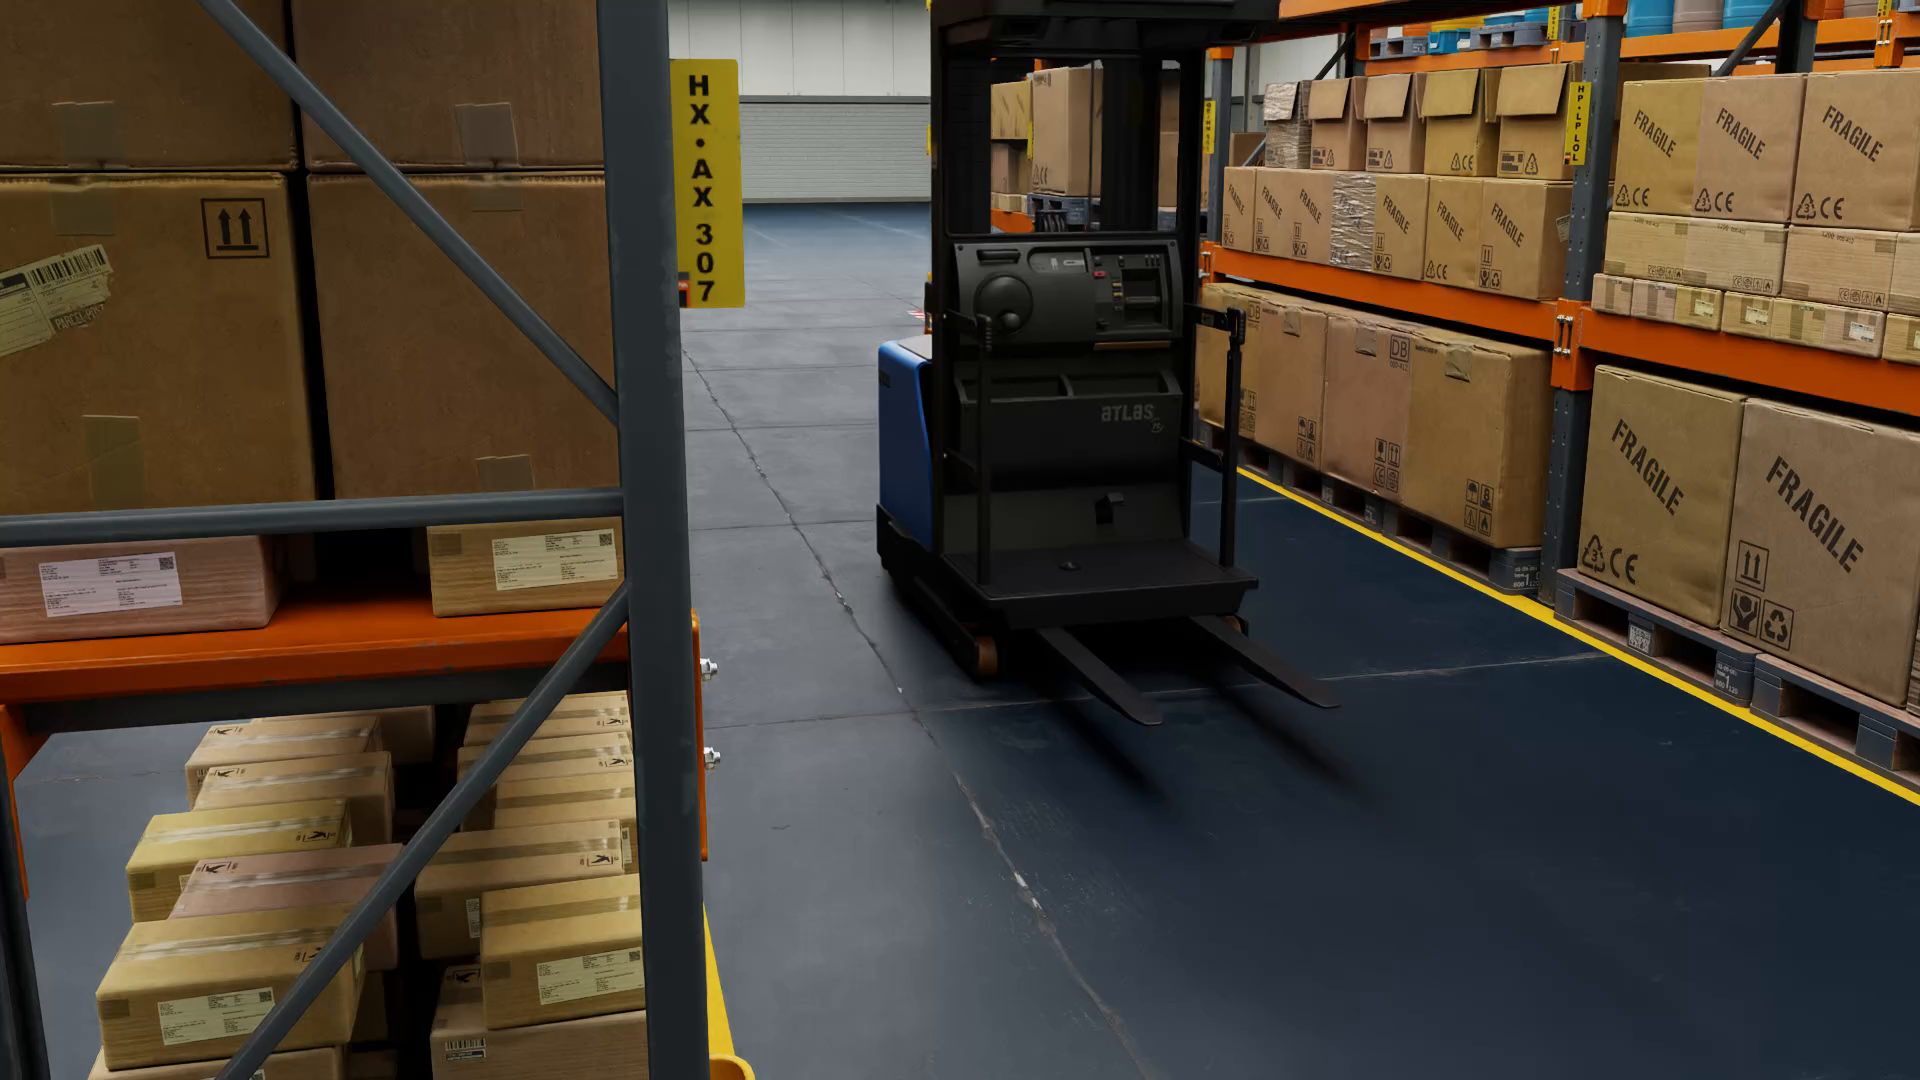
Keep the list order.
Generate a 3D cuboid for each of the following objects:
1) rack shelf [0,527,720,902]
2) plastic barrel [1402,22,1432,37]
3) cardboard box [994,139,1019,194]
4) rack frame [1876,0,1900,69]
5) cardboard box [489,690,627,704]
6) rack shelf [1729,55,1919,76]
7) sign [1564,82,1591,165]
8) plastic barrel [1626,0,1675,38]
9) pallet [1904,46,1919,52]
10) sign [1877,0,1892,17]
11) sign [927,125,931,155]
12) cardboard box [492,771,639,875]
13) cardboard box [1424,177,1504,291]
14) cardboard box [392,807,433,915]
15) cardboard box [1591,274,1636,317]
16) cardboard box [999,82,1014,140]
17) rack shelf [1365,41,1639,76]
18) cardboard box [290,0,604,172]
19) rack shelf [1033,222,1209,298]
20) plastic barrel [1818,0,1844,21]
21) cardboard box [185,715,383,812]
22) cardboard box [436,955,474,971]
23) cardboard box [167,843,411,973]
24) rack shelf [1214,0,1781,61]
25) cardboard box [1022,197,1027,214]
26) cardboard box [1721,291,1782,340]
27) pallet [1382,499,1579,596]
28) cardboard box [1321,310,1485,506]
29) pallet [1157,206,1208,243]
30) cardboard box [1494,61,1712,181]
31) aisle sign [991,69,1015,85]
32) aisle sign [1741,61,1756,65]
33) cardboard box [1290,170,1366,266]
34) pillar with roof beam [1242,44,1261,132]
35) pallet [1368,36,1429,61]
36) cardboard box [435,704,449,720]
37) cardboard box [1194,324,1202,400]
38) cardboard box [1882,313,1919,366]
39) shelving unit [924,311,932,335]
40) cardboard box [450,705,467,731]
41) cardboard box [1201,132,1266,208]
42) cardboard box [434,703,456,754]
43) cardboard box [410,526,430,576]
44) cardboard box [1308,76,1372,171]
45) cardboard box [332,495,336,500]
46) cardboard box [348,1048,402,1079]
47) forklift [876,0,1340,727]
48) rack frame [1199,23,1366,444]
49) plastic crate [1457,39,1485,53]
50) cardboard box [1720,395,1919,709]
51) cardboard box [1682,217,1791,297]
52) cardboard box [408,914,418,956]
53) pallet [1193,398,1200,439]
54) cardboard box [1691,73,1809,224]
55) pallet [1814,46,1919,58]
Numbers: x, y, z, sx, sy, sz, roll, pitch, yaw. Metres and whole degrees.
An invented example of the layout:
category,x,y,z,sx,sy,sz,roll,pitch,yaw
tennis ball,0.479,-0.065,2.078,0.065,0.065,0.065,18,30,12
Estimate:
category,x,y,z,sx,sy,sz,roll,pitch,yaw
rack shelf,-1.339,-0.135,4.175,1.077,0.370,4.000,-3,14,-13
plastic barrel,5.270,-6.008,18.588,0.600,0.830,0.708,-3,14,-13
cardboard box,0.813,-3.572,15.889,0.875,0.500,0.500,-3,14,-13
rack frame,6.911,-2.398,11.921,1.000,3.000,0.127,-3,14,-13
cardboard box,-0.991,0.427,4.229,0.380,0.149,0.250,-3,14,-12
rack shelf,10.317,-5.165,18.442,1.077,0.370,4.000,-3,14,-13
sign,2.511,-1.690,6.753,0.100,0.325,0.005,-3,14,-13
plastic barrel,6.302,-4.916,14.852,0.600,0.901,0.708,-3,14,-13
pallet,10.562,-5.205,17.278,1.003,0.211,1.213,-3,14,-13
sign,6.378,-3.772,11.445,0.100,0.325,0.005,-3,14,-13
sign,-0.310,-4.357,18.118,0.100,0.325,0.005,-3,14,-13
cardboard box,-0.779,0.607,3.491,0.380,0.149,0.250,-3,14,-13
cardboard box,2.551,-1.455,7.850,0.500,0.500,0.500,-3,14,-11
cardboard box,-1.358,0.720,3.655,0.380,0.149,0.250,-3,14,-14
cardboard box,2.782,-0.990,6.688,0.380,0.149,0.250,-3,14,-13
cardboard box,0.665,-3.927,15.236,0.500,0.500,0.500,-3,14,-13
rack shelf,5.502,-4.890,17.316,1.077,0.370,4.000,-3,14,-13
cardboard box,-0.717,-0.820,2.519,0.500,0.500,0.500,-3,14,-14
rack shelf,1.627,-2.234,12.765,1.077,0.370,4.000,-3,14,-13
plastic barrel,6.775,-4.416,12.956,0.600,0.830,0.708,-3,14,-13
cardboard box,-1.544,0.525,3.826,0.380,0.149,0.250,-3,14,-11
cardboard box,-0.896,0.760,3.490,0.380,0.149,0.250,-3,14,-12
cardboard box,-1.244,0.700,3.111,0.380,0.149,0.250,-3,14,-12
rack shelf,2.566,-2.768,8.632,1.077,0.370,4.000,-3,14,-13
cardboard box,0.771,-3.014,14.972,0.380,0.149,0.250,-3,14,-13
cardboard box,2.970,-0.808,5.944,0.380,0.149,0.250,-4,14,-15
pallet,2.781,-0.018,8.056,1.003,0.211,1.213,-3,14,-13
cardboard box,2.655,-0.723,8.660,1.225,0.875,0.875,-4,14,-15
pallet,1.826,-2.187,11.462,1.213,0.211,1.003,-3,14,-13
cardboard box,2.878,-1.882,7.484,0.797,0.503,0.637,-4,14,-15
aisle sign,0.495,-5.261,18.163,0.394,0.787,0.004,-3,14,-13
aisle sign,9.535,-5.779,20.285,0.394,0.787,0.004,-3,14,-13
cardboard box,2.193,-1.806,9.289,0.500,0.500,0.500,-4,14,-14
pillar with roof beam,4.437,-14.277,47.905,9.100,9.000,0.400,-3,14,-13
pallet,5.131,-5.412,18.338,1.003,0.211,1.213,-3,14,-13
cardboard box,-1.694,0.427,4.855,0.380,0.149,0.250,-3,14,-11
cardboard box,1.920,-1.275,11.663,0.700,0.500,0.500,-4,14,-16
cardboard box,3.150,-0.631,5.217,0.380,0.149,0.250,-4,14,-15
shelving unit,0.007,-0.568,8.223,0.258,1.200,0.503,-4,14,-15
cardboard box,-1.163,0.516,4.490,0.380,0.149,0.250,-3,14,-11
cardboard box,1.931,-2.497,11.230,0.500,0.500,0.500,-5,15,-20
cardboard box,-1.659,0.569,4.901,0.380,0.149,0.250,-4,14,-16
cardboard box,-0.727,-0.050,2.842,0.380,0.149,0.250,-3,14,-11
cardboard box,2.403,-2.337,9.350,0.797,0.503,0.637,-3,14,-12
cardboard box,-1.316,-0.077,2.951,0.380,0.149,0.250,-3,14,-14
cardboard box,-1.196,1.048,2.939,0.380,0.149,0.250,-3,14,-12
forklift,0.492,-1.002,6.354,1.130,2.935,3.031,-4,14,-15
rack frame,2.096,-2.122,10.791,1.000,3.000,0.127,-3,14,-13
plastic crate,5.201,-4.997,16.797,0.243,0.136,0.396,-3,14,-13
cardboard box,3.324,-0.006,5.725,0.875,0.875,0.875,-3,14,-13
cardboard box,3.004,-1.033,6.022,0.500,0.250,0.500,-3,14,-13
cardboard box,-1.404,0.872,3.658,0.380,0.149,0.250,-3,14,-13
pallet,1.914,-0.947,11.860,1.003,0.211,1.213,-3,14,-13
cardboard box,3.008,-1.396,5.930,0.500,0.500,0.500,-3,14,-13
pallet,10.279,-5.486,18.428,1.003,0.211,1.213,-3,14,-13
